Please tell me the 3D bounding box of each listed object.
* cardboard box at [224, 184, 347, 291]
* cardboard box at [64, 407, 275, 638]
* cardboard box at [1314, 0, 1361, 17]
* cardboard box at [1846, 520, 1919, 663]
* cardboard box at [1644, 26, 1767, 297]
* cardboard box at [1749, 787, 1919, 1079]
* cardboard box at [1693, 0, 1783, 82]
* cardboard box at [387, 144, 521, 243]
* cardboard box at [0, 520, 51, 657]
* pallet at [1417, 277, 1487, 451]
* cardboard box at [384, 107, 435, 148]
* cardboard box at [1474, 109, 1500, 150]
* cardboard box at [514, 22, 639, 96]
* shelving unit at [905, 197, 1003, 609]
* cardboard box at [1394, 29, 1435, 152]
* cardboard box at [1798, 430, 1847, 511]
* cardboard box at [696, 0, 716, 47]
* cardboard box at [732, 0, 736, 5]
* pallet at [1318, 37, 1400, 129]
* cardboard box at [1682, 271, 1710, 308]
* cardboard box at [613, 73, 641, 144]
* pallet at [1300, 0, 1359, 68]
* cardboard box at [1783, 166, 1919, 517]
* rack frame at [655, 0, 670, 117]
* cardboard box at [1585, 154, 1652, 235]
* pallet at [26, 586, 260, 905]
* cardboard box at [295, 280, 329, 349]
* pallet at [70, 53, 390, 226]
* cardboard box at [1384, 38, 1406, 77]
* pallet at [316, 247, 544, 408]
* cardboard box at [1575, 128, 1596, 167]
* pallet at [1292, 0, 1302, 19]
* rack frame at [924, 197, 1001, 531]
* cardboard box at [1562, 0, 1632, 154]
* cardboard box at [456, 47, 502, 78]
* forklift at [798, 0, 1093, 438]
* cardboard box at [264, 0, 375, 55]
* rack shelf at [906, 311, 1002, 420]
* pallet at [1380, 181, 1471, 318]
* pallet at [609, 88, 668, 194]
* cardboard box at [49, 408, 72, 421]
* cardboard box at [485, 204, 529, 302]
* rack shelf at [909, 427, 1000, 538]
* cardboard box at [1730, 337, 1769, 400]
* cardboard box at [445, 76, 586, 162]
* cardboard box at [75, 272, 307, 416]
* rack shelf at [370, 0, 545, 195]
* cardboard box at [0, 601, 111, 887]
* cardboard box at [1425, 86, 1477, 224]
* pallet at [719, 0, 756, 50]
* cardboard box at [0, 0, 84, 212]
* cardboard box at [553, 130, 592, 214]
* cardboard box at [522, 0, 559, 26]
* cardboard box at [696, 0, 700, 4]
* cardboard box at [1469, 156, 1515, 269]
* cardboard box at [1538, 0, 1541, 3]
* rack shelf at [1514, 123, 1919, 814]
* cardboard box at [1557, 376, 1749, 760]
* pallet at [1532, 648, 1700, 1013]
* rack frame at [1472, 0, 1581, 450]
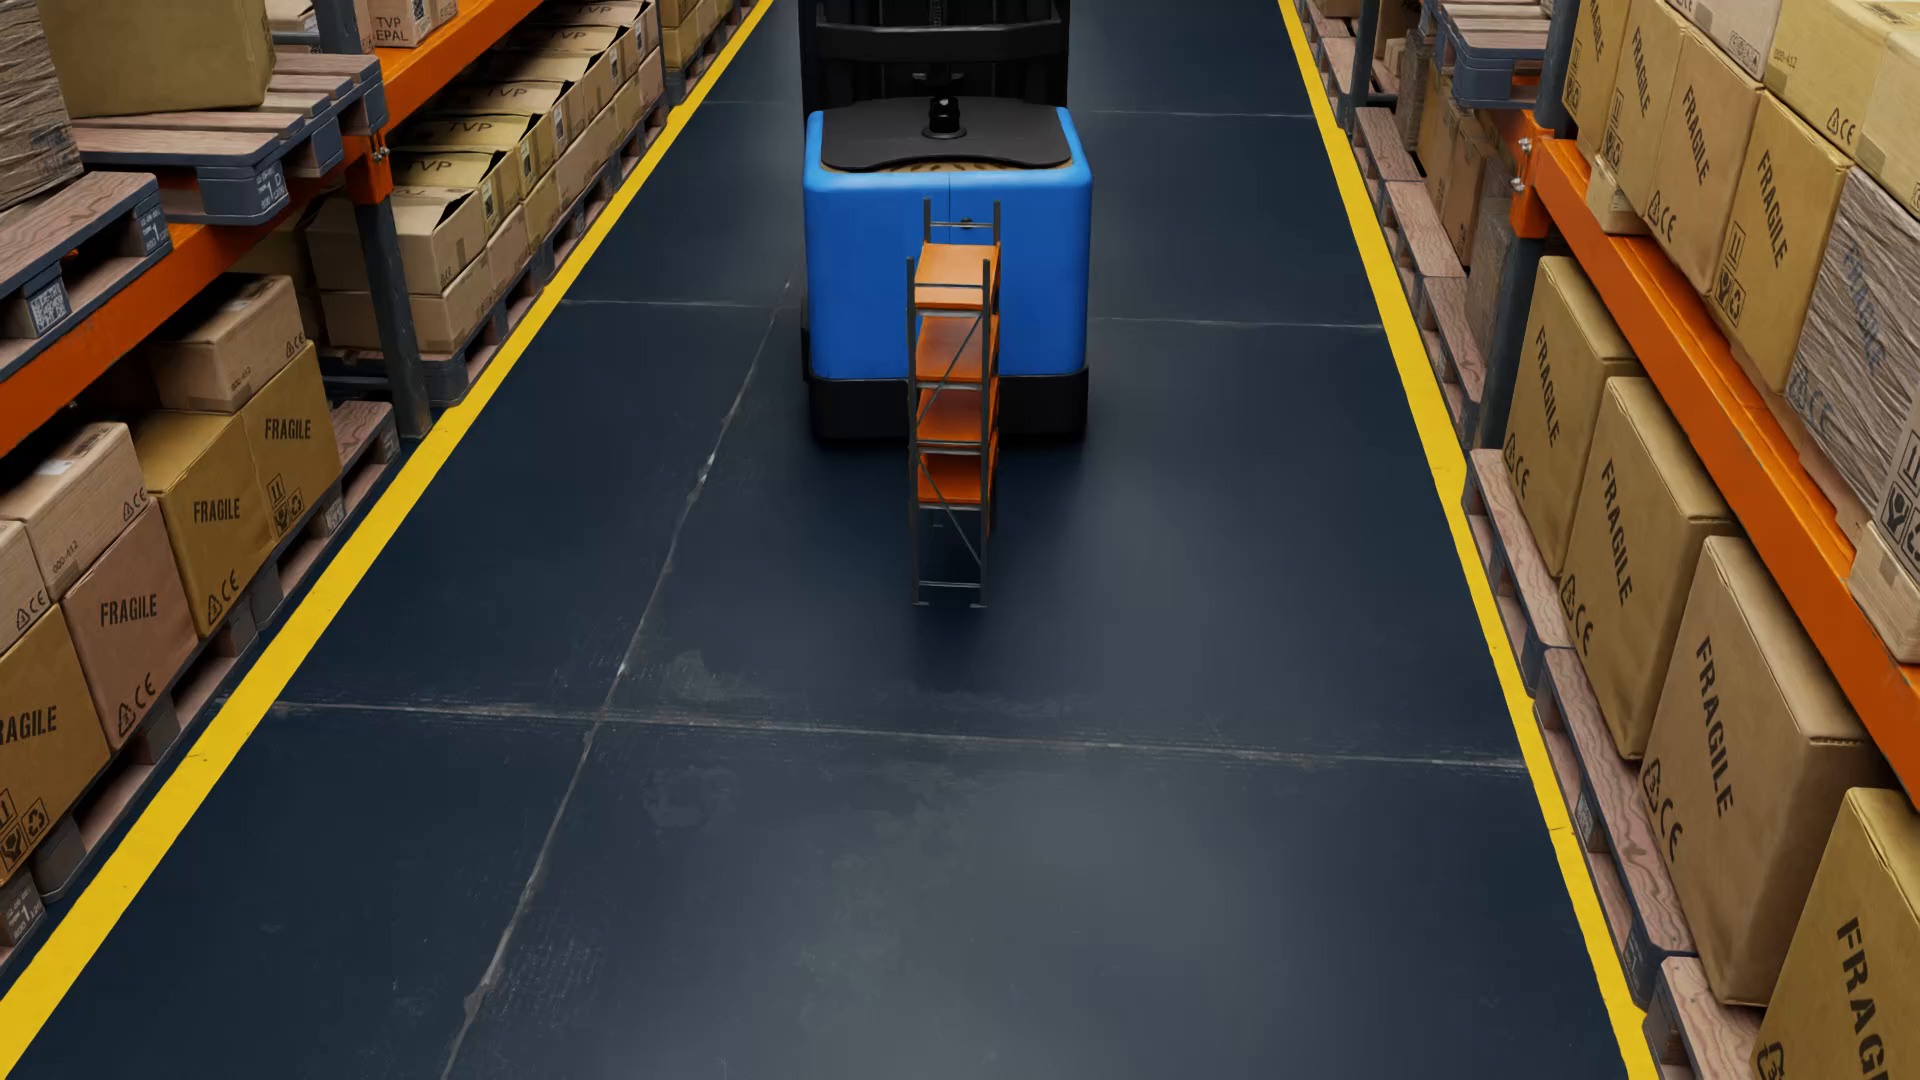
[{"bbox_3d":[-2.753,-1.238,6.586,0.500,0.311,0.500,3,32,5],"label":"cardboard box"},{"bbox_3d":[-2.435,-0.060,4.952,0.500,0.500,0.500,1,32,2],"label":"cardboard box"},{"bbox_3d":[2.737,-3.766,10.965,0.700,0.500,0.500,1,32,1],"label":"cardboard box"},{"bbox_3d":[1.833,0.097,2.954,0.380,0.149,0.250,2,32,4],"label":"cardboard box"},{"bbox_3d":[1.999,-0.899,3.951,0.500,0.500,0.500,2,32,4],"label":"cardboard box"},{"bbox_3d":[1.985,0.986,2.940,0.750,0.750,0.750,3,32,5],"label":"cardboard box"},{"bbox_3d":[2.014,-1.225,3.766,0.500,0.250,0.500,3,32,4],"label":"cardboard box"},{"bbox_3d":[-2.180,-1.490,6.995,0.500,0.311,0.500,2,32,3],"label":"cardboard box"},{"bbox_3d":[-2.512,0.177,3.852,0.500,0.250,0.500,3,32,4],"label":"cardboard box"},{"bbox_3d":[2.452,-0.718,6.715,1.003,0.211,1.213,2,32,4],"label":"pallet"},{"bbox_3d":[-2.673,-1.774,7.455,0.500,0.311,0.500,2,32,4],"label":"cardboard box"},{"bbox_3d":[2.540,-1.883,7.194,0.500,0.250,0.500,2,32,4],"label":"cardboard box"},{"bbox_3d":[-2.008,-2.549,8.713,0.500,0.311,0.500,3,32,5],"label":"cardboard box"},{"bbox_3d":[-0.013,-0.424,5.295,0.258,1.200,0.503,2,32,4],"label":"shelving unit"},{"bbox_3d":[2.670,-2.326,8.629,0.700,0.500,0.500,3,32,6],"label":"cardboard box"},{"bbox_3d":[1.954,-0.158,3.368,0.380,0.149,0.250,2,32,3],"label":"cardboard box"},{"bbox_3d":[-1.839,-3.297,10.462,0.500,0.250,0.500,2,32,4],"label":"cardboard box"},{"bbox_3d":[-1.758,-3.820,11.310,0.500,0.250,0.500,2,32,4],"label":"cardboard box"},{"bbox_3d":[2.732,-2.754,10.018,1.003,0.211,1.213,2,32,4],"label":"pallet"},{"bbox_3d":[2.084,-0.697,4.242,0.380,0.149,0.250,3,32,5],"label":"cardboard box"},{"bbox_3d":[-2.012,-2.313,8.864,0.500,0.250,0.500,2,32,3],"label":"cardboard box"},{"bbox_3d":[2.829,-3.394,11.056,1.003,0.211,1.213,2,32,4],"label":"pallet"},{"bbox_3d":[1.929,-0.365,3.085,0.500,0.500,0.500,3,32,4],"label":"cardboard box"},{"bbox_3d":[-2.225,-3.798,9.054,1.000,3.000,0.127,2,32,4],"label":"rack frame"},{"bbox_3d":[1.995,-0.970,4.685,0.380,0.149,0.250,3,32,5],"label":"cardboard box"},{"bbox_3d":[-2.751,0.505,4.729,1.003,0.211,1.213,2,32,4],"label":"pallet"},{"bbox_3d":[-2.750,-1.000,6.735,0.500,0.250,0.500,3,32,5],"label":"cardboard box"},{"bbox_3d":[-2.535,-1.268,5.131,1.213,0.211,1.003,2,32,4],"label":"pallet"},{"bbox_3d":[2.727,-2.851,9.798,0.380,0.166,0.250,-2,32,-2],"label":"cardboard box"},{"bbox_3d":[-2.444,-0.948,7.088,1.003,0.211,1.213,2,32,4],"label":"pallet"},{"bbox_3d":[2.130,-1.236,5.117,0.380,0.149,0.250,2,32,3],"label":"cardboard box"},{"bbox_3d":[2.931,-4.030,12.088,1.003,0.211,1.213,2,32,4],"label":"pallet"},{"bbox_3d":[0.006,-0.552,5.502,0.240,1.200,0.015,2,32,4],"label":"rack frame"},{"bbox_3d":[2.093,-1.432,4.816,0.500,0.500,0.500,3,32,5],"label":"cardboard box"},{"bbox_3d":[-2.593,-2.308,8.321,0.500,0.311,0.500,1,32,2],"label":"cardboard box"},{"bbox_3d":[-0.118,-2.372,6.805,1.130,2.935,3.031,-2,32,-3],"label":"forklift"},{"bbox_3d":[-2.477,-1.857,5.989,0.500,0.311,0.500,4,32,7],"label":"cardboard box"},{"bbox_3d":[-0.013,-0.557,5.213,0.258,0.148,0.480,2,32,4],"label":"rack shelf"},{"bbox_3d":[2.554,-1.355,7.747,1.003,0.211,1.213,2,32,4],"label":"pallet"},{"bbox_3d":[-2.246,-2.224,9.158,1.003,0.211,1.213,2,32,4],"label":"pallet"},{"bbox_3d":[-2.955,-0.068,4.964,0.500,0.500,0.500,2,32,3],"label":"cardboard box"},{"bbox_3d":[-2.175,-1.239,7.122,0.500,0.250,0.500,2,32,3],"label":"cardboard box"},{"bbox_3d":[-0.013,-0.198,5.434,0.258,0.148,0.480,2,32,4],"label":"rack shelf"},{"bbox_3d":[2.016,-0.434,3.815,0.380,0.149,0.250,3,32,4],"label":"cardboard box"},{"bbox_3d":[-2.095,-2.025,7.864,0.500,0.311,0.500,2,32,3],"label":"cardboard box"},{"bbox_3d":[-2.393,-0.620,5.146,0.500,0.250,0.500,4,32,6],"label":"cardboard box"},{"bbox_3d":[-2.387,-2.446,7.546,1.077,0.370,4.000,2,32,4],"label":"rack shelf"},{"bbox_3d":[-2.513,0.479,4.077,0.500,0.500,0.500,3,32,5],"label":"cardboard box"},{"bbox_3d":[2.596,-1.789,7.757,0.700,0.500,0.500,3,32,5],"label":"cardboard box"},{"bbox_3d":[-2.021,-3.665,11.496,1.003,0.211,1.213,2,32,4],"label":"pallet"},{"bbox_3d":[-2.754,-1.124,4.219,0.700,0.500,0.500,8,33,13],"label":"cardboard box"},{"bbox_3d":[-2.096,-1.779,7.999,0.500,0.250,0.500,3,32,5],"label":"cardboard box"},{"bbox_3d":[-2.506,-2.840,9.185,0.500,0.311,0.500,3,32,4],"label":"cardboard box"},{"bbox_3d":[-1.842,-3.617,10.265,0.500,0.500,0.500,2,32,4],"label":"cardboard box"},{"bbox_3d":[2.552,-1.263,6.904,0.700,0.500,0.500,2,32,4],"label":"cardboard box"},{"bbox_3d":[2.434,-2.266,6.054,0.700,0.500,0.500,0,32,-1],"label":"cardboard box"},{"bbox_3d":[2.225,-0.145,3.812,1.077,0.370,4.000,2,32,4],"label":"rack shelf"},{"bbox_3d":[2.119,0.076,4.416,0.750,0.750,0.750,2,32,4],"label":"cardboard box"},{"bbox_3d":[2.146,0.735,4.356,1.003,0.211,1.213,2,32,4],"label":"pallet"},{"bbox_3d":[2.387,-1.497,5.320,1.000,3.000,0.127,2,32,4],"label":"rack frame"}]
